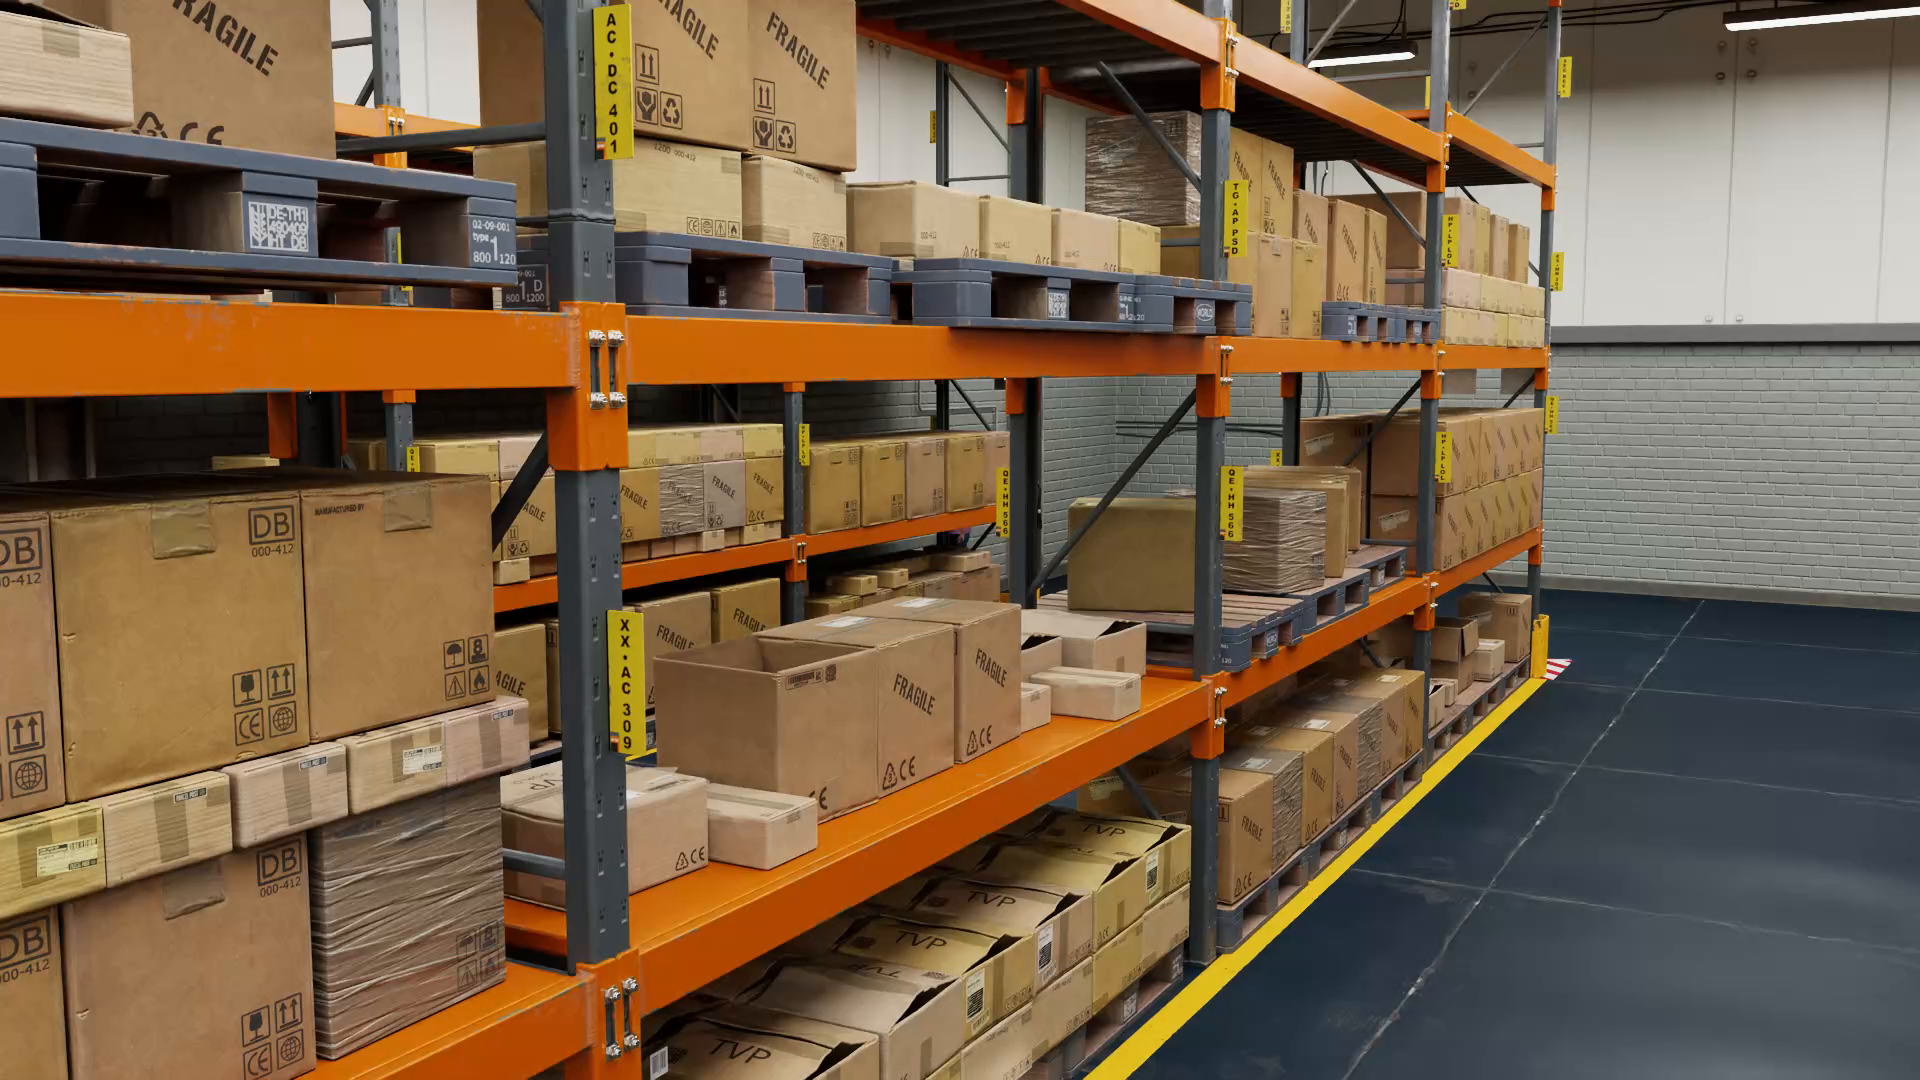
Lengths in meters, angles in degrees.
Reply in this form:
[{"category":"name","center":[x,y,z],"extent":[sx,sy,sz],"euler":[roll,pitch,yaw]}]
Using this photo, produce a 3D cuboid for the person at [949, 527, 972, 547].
[{"category":"person","center":[-0.041,-0.063,18.284],"extent":[0.319,1.604,0.410],"euler":[-2,6,-14]}]
